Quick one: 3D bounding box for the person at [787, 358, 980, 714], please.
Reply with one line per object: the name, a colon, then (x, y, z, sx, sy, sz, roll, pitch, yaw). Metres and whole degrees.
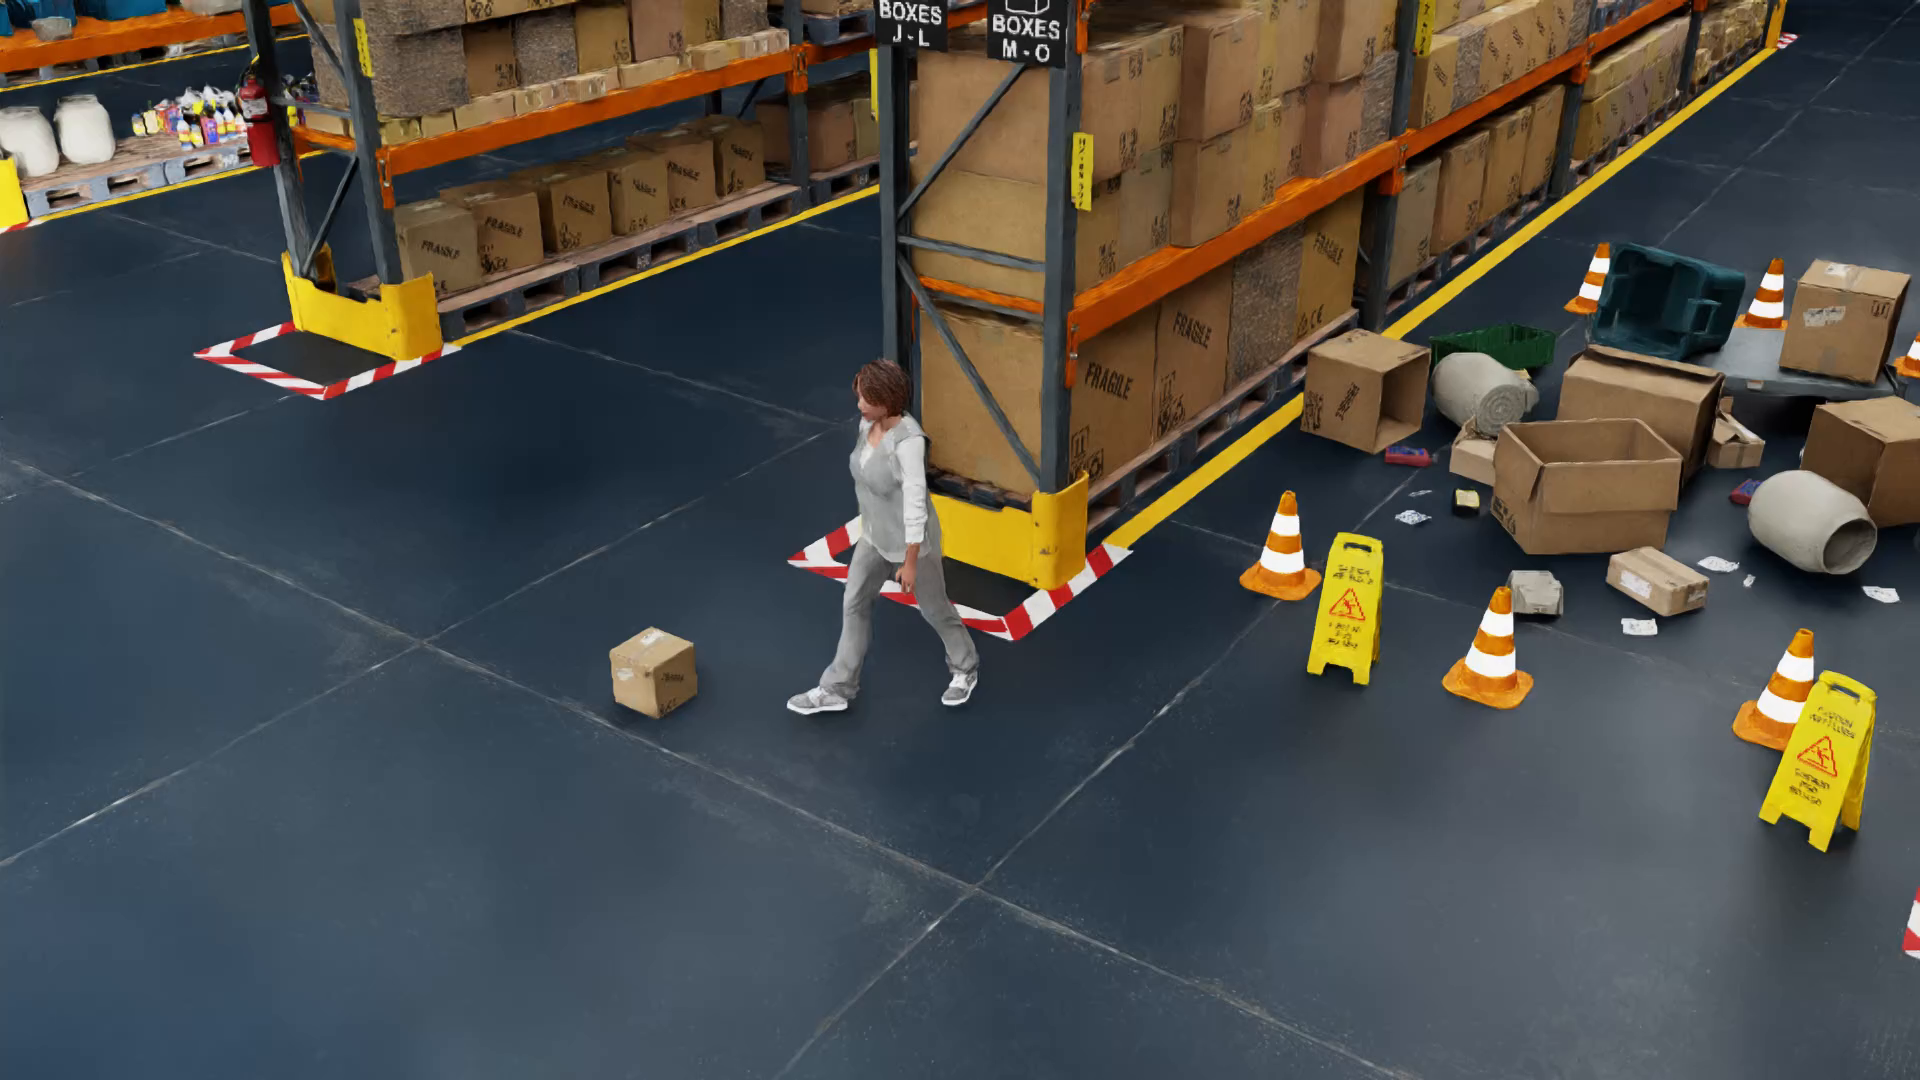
person: (-0.277, 0.007, 6.605, 0.819, 1.551, 0.451, -18, 32, -31)
